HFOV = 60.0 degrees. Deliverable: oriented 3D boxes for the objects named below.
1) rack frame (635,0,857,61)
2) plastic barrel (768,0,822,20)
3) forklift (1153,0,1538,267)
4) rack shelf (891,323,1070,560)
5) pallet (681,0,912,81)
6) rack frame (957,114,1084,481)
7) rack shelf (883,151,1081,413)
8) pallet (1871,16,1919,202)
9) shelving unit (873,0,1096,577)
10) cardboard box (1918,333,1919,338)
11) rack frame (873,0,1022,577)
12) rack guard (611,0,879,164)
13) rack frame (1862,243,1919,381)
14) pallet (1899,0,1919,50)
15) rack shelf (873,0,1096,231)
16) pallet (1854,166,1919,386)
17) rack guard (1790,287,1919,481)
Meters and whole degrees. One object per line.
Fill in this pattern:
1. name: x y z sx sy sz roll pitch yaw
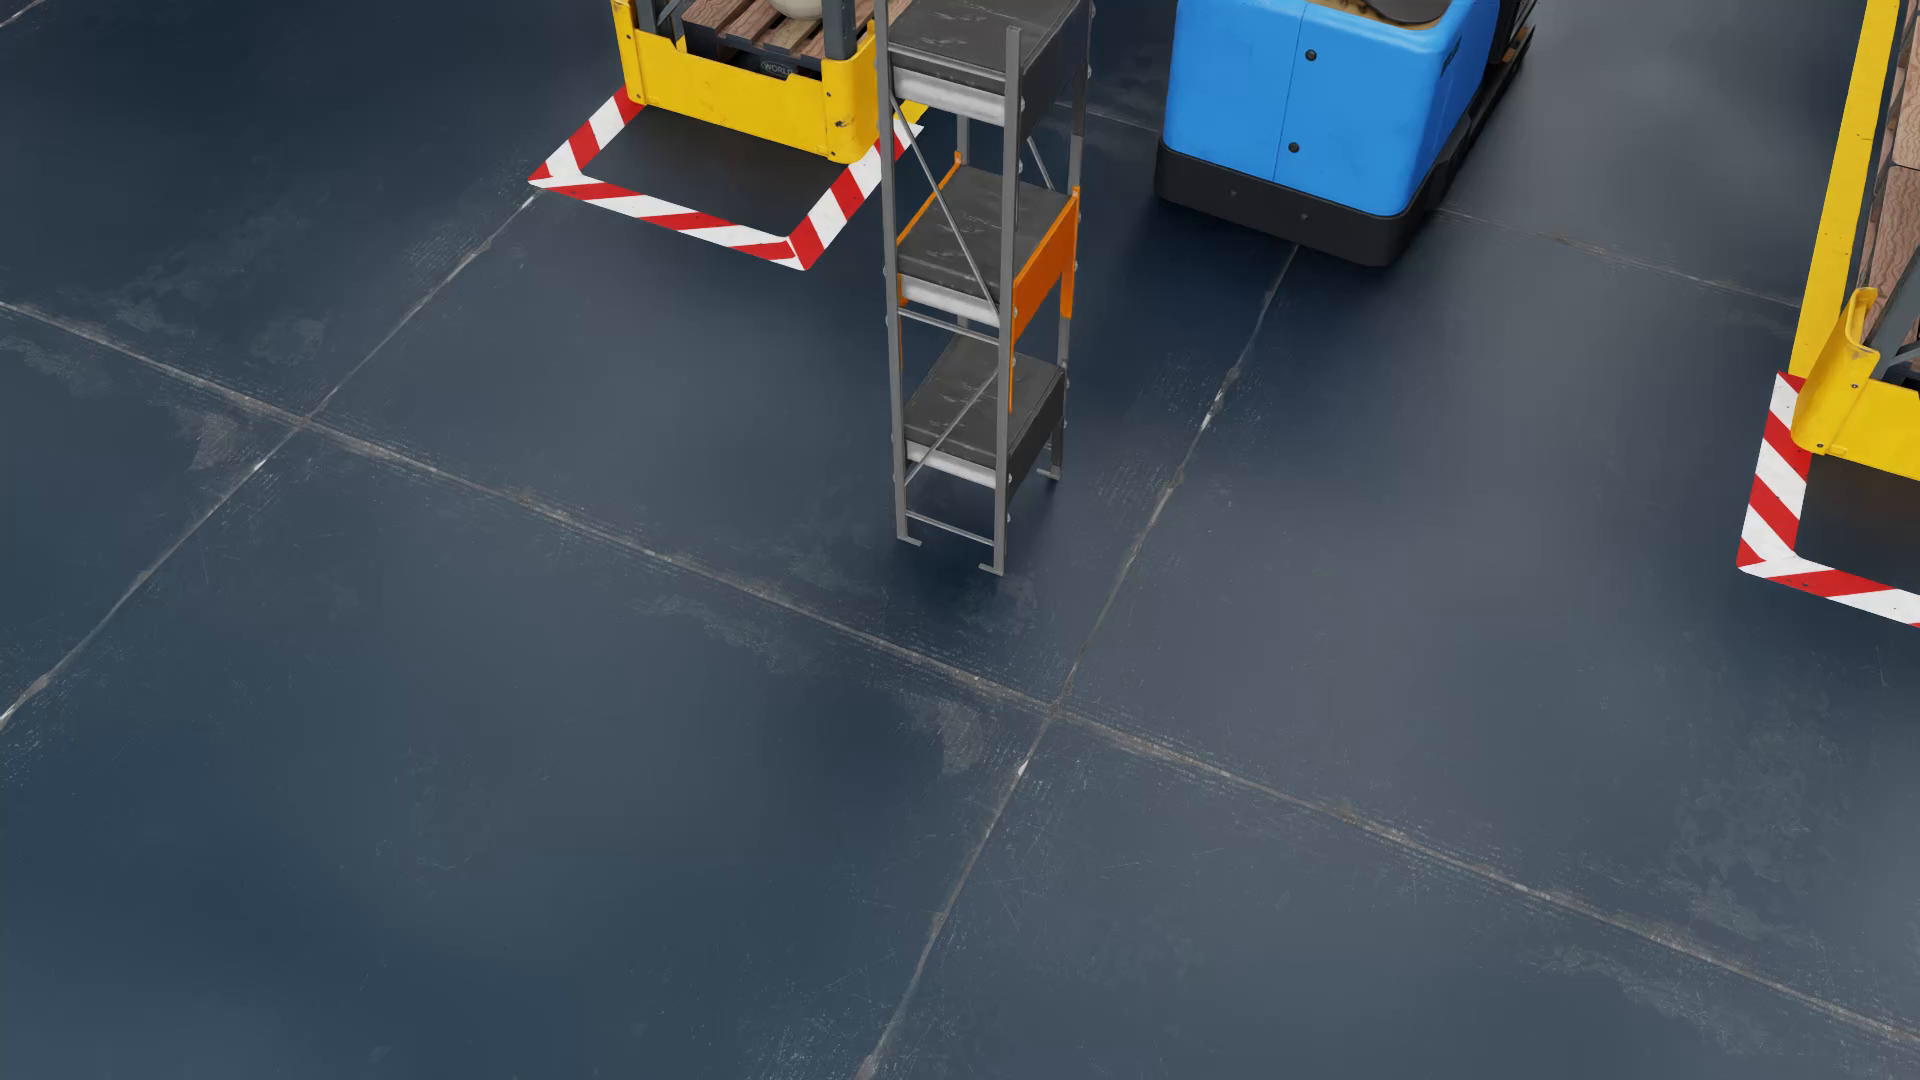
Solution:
1. rack frame: -0.899 -2.806 6.168 1.000 3.000 0.127 20 52 16
2. plastic barrel: -0.686 -2.614 7.363 0.421 0.512 0.421 0 50 0
3. forklift: 1.956 -3.156 6.511 1.130 2.935 3.031 23 53 18
4. rack shelf: 0.071 -0.332 5.591 0.431 0.518 0.480 20 52 16
5. pallet: -0.557 -2.528 7.762 1.003 0.211 1.213 20 52 16
6. rack frame: 0.175 -0.962 5.190 0.400 2.100 0.015 20 52 16
7. rack shelf: 0.071 -0.786 5.058 0.431 0.518 0.480 20 52 16
8. pallet: 4.514 -1.728 7.082 1.003 0.211 1.213 20 52 16
9. shelving unit: 0.071 -0.794 5.047 0.431 2.100 0.503 20 52 16
10. cardboard box: 3.862 -0.945 5.950 0.500 0.500 0.500 29 55 22
11. rack frame: -0.034 -0.626 4.904 0.400 2.100 0.015 20 52 16
12. rack guard: -0.909 -2.064 7.178 1.175 0.500 0.348 20 52 16
13. rack frame: 3.580 -1.195 4.797 1.000 3.000 0.127 20 52 16
14. pallet: 5.034 -2.571 7.799 1.003 0.211 1.213 20 52 16
15. rack shelf: 0.071 -1.239 4.525 0.431 0.518 0.480 20 52 16
16. pallet: 3.991 -0.891 6.370 1.003 0.211 1.213 20 52 16
17. rack guard: 3.612 -0.437 5.793 1.175 0.500 0.348 20 52 16
